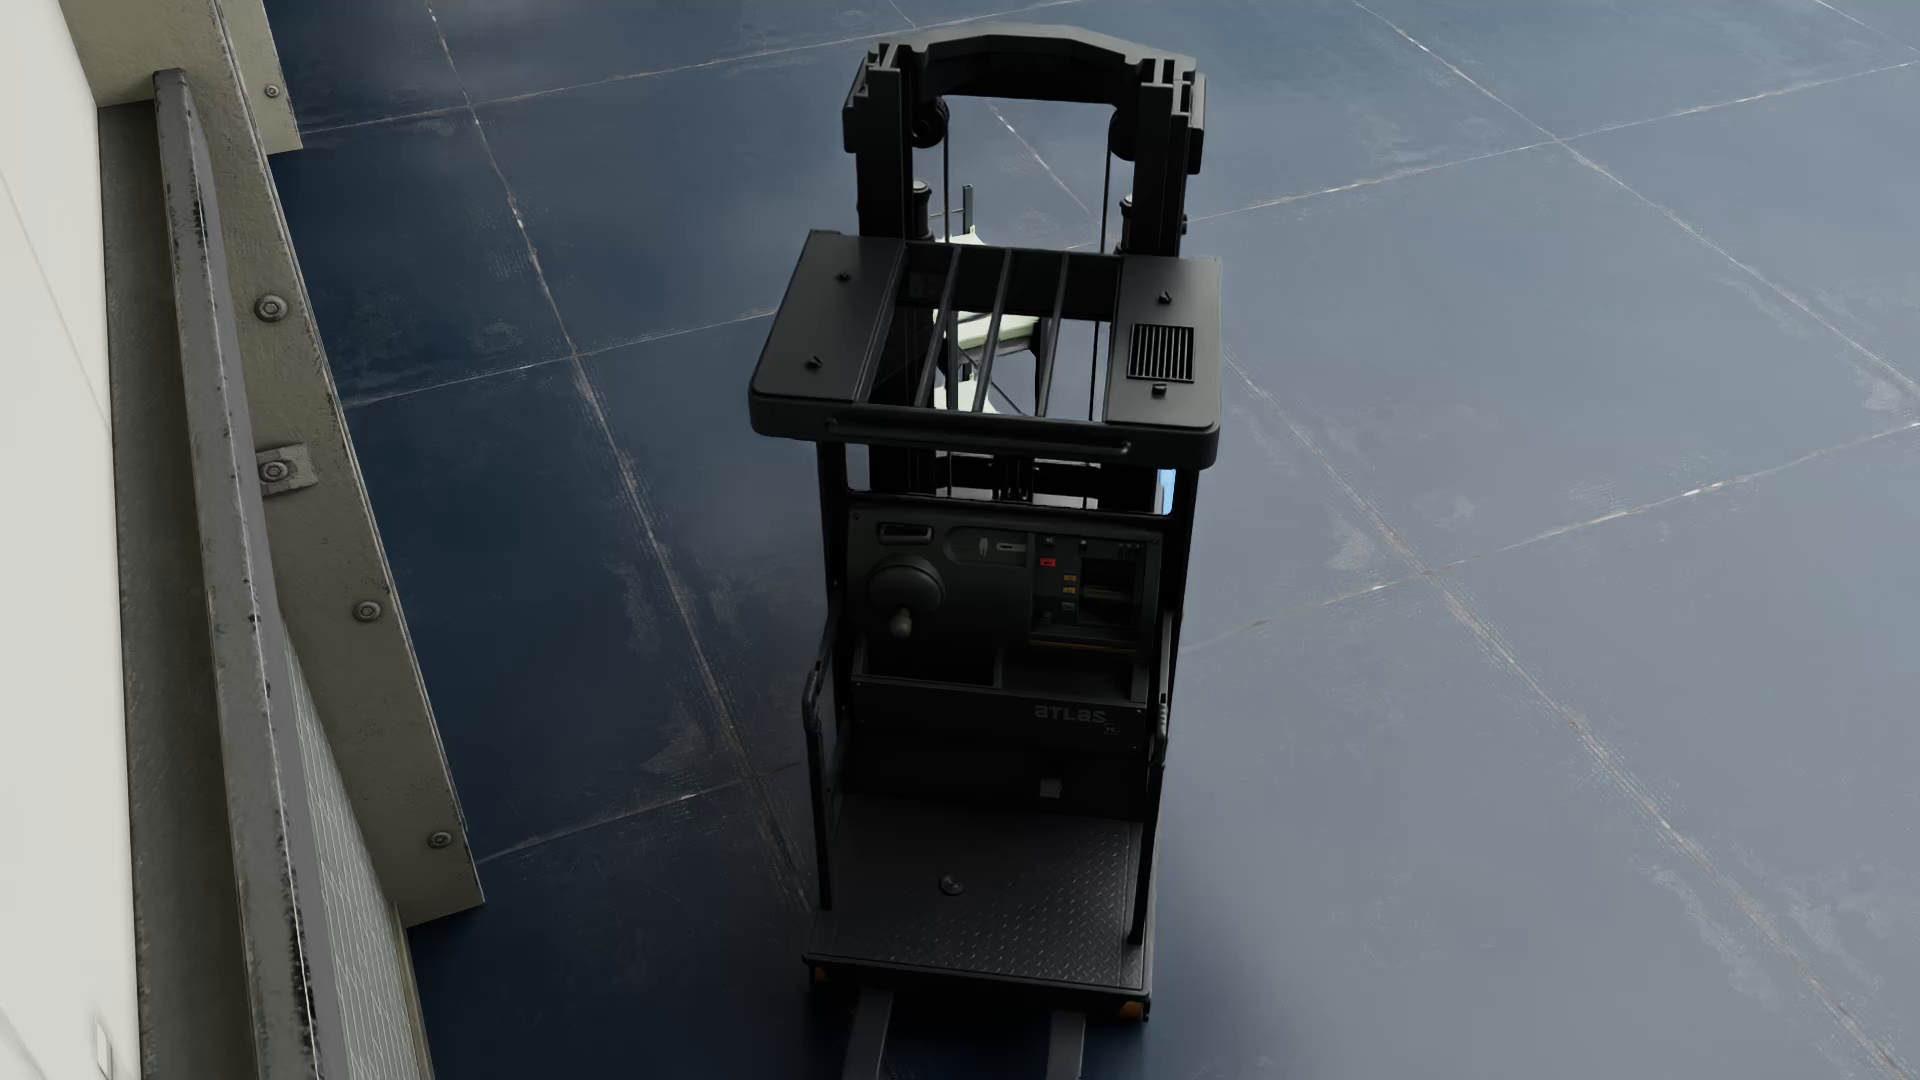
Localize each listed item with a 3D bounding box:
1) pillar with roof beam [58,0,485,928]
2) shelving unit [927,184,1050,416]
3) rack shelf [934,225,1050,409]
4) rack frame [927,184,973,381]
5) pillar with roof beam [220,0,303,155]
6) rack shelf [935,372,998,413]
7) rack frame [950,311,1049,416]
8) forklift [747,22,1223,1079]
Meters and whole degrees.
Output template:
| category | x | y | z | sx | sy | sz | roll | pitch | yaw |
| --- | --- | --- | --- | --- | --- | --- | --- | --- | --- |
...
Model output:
| category | x | y | z | sx | sy | sz | roll | pitch | yaw |
| --- | --- | --- | --- | --- | --- | --- | --- | --- | --- |
| pillar with roof beam | 2.107 | -3.305 | 4.191 | 9.100 | 9.000 | 0.400 | -15 | 43 | -17 |
| shelving unit | 0.003 | -0.565 | 6.756 | 0.431 | 1.500 | 0.755 | -15 | 43 | -17 |
| rack shelf | 0.003 | -0.861 | 6.502 | 0.431 | 0.370 | 0.720 | -15 | 43 | -17 |
| rack frame | -0.137 | -0.785 | 7.013 | 0.400 | 1.500 | 0.023 | -15 | 43 | -17 |
| pillar with roof beam | -0.188 | -6.919 | 8.394 | 9.100 | 9.000 | 0.400 | -15 | 43 | -17 |
| rack shelf | 0.003 | -0.317 | 6.969 | 0.431 | 0.370 | 0.720 | -15 | 43 | -17 |
| rack frame | 0.143 | -0.344 | 6.500 | 0.400 | 1.500 | 0.023 | -15 | 43 | -17 |
| forklift | 0.101 | 0.200 | 4.769 | 1.130 | 2.935 | 3.031 | 5 | 41 | 6 |
